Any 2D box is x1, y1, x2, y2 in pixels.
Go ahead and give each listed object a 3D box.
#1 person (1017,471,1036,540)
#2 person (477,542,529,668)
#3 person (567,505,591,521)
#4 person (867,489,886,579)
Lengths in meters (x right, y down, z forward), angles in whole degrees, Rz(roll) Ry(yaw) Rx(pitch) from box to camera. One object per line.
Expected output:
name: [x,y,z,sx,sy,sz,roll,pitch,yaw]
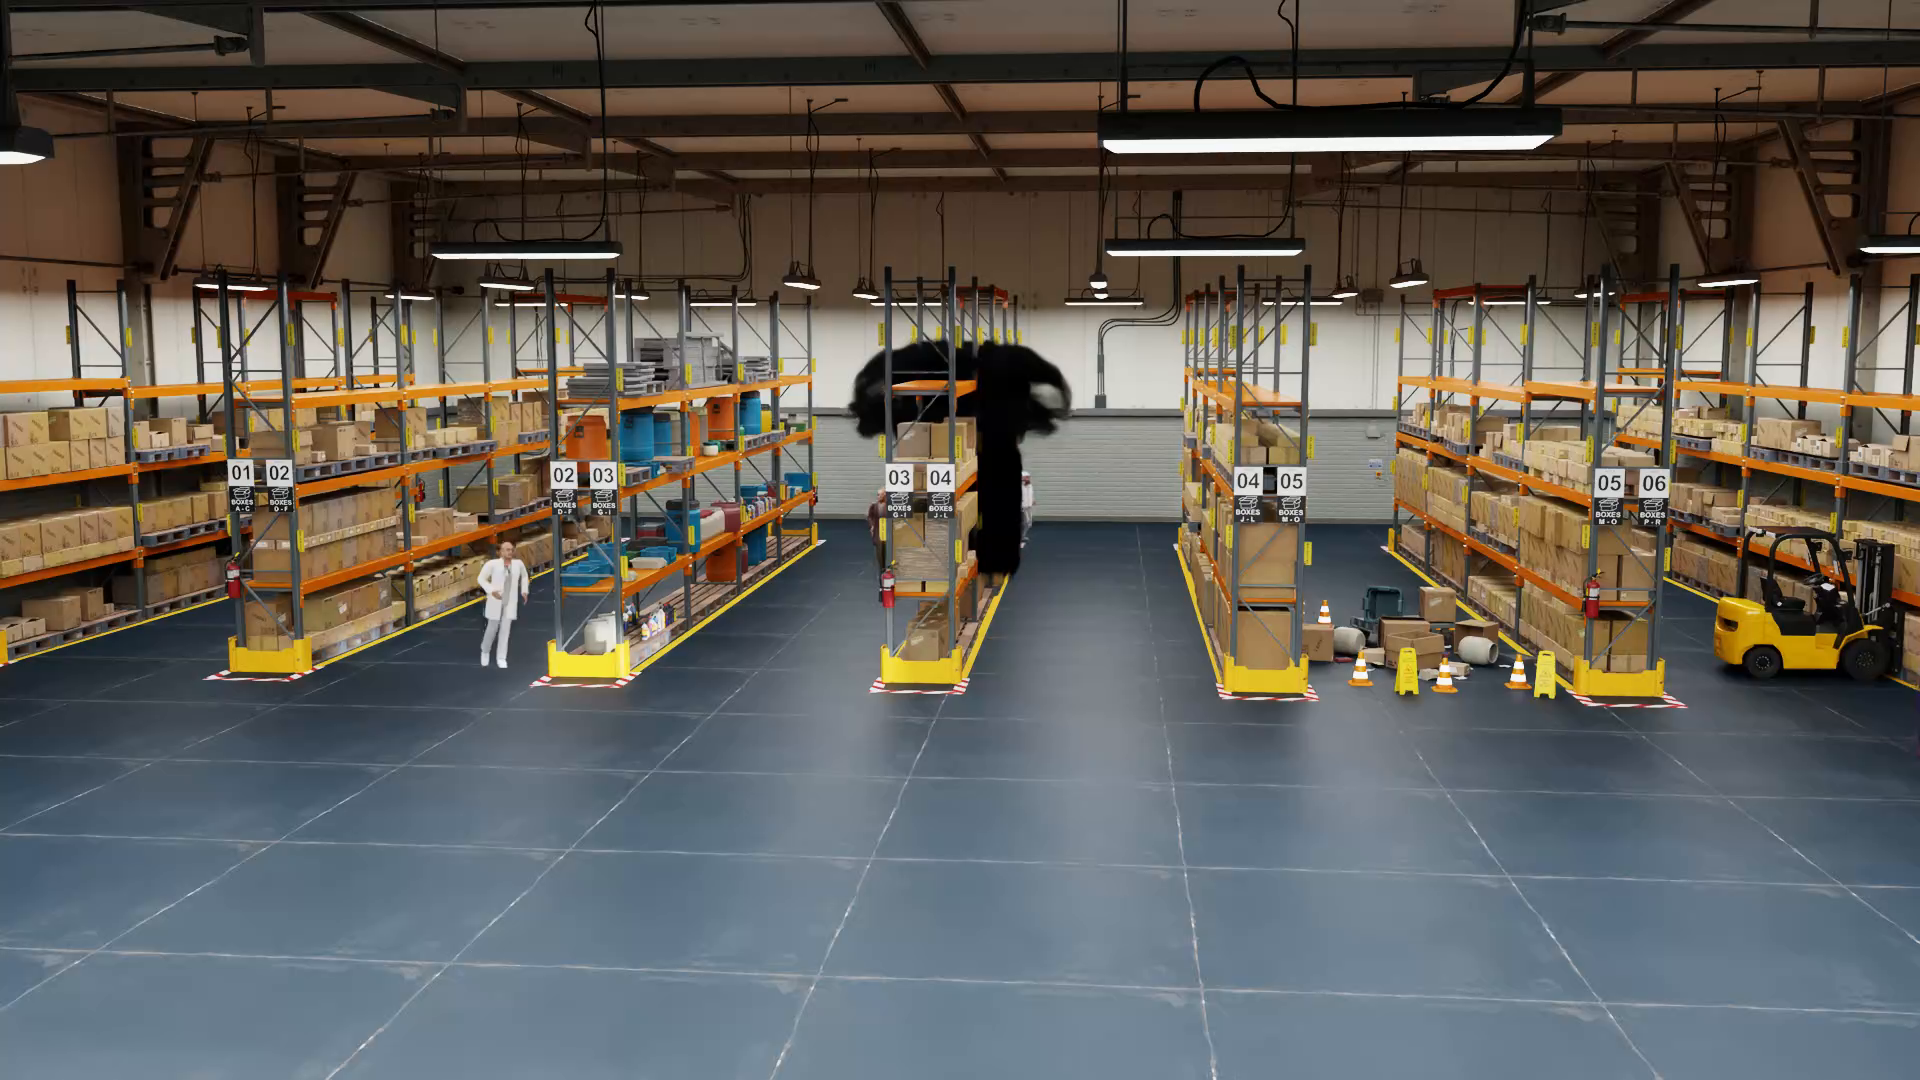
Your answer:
person: [1.595,-0.853,41.149,0.653,1.716,0.548,-6,9,-42]
person: [-6.586,0.937,24.111,0.772,1.812,0.882,-4,8,-31]
person: [-9.662,-0.920,42.123,0.909,1.692,0.574,2,7,14]
person: [-1.491,-0.139,32.930,0.711,1.768,0.716,2,7,12]
